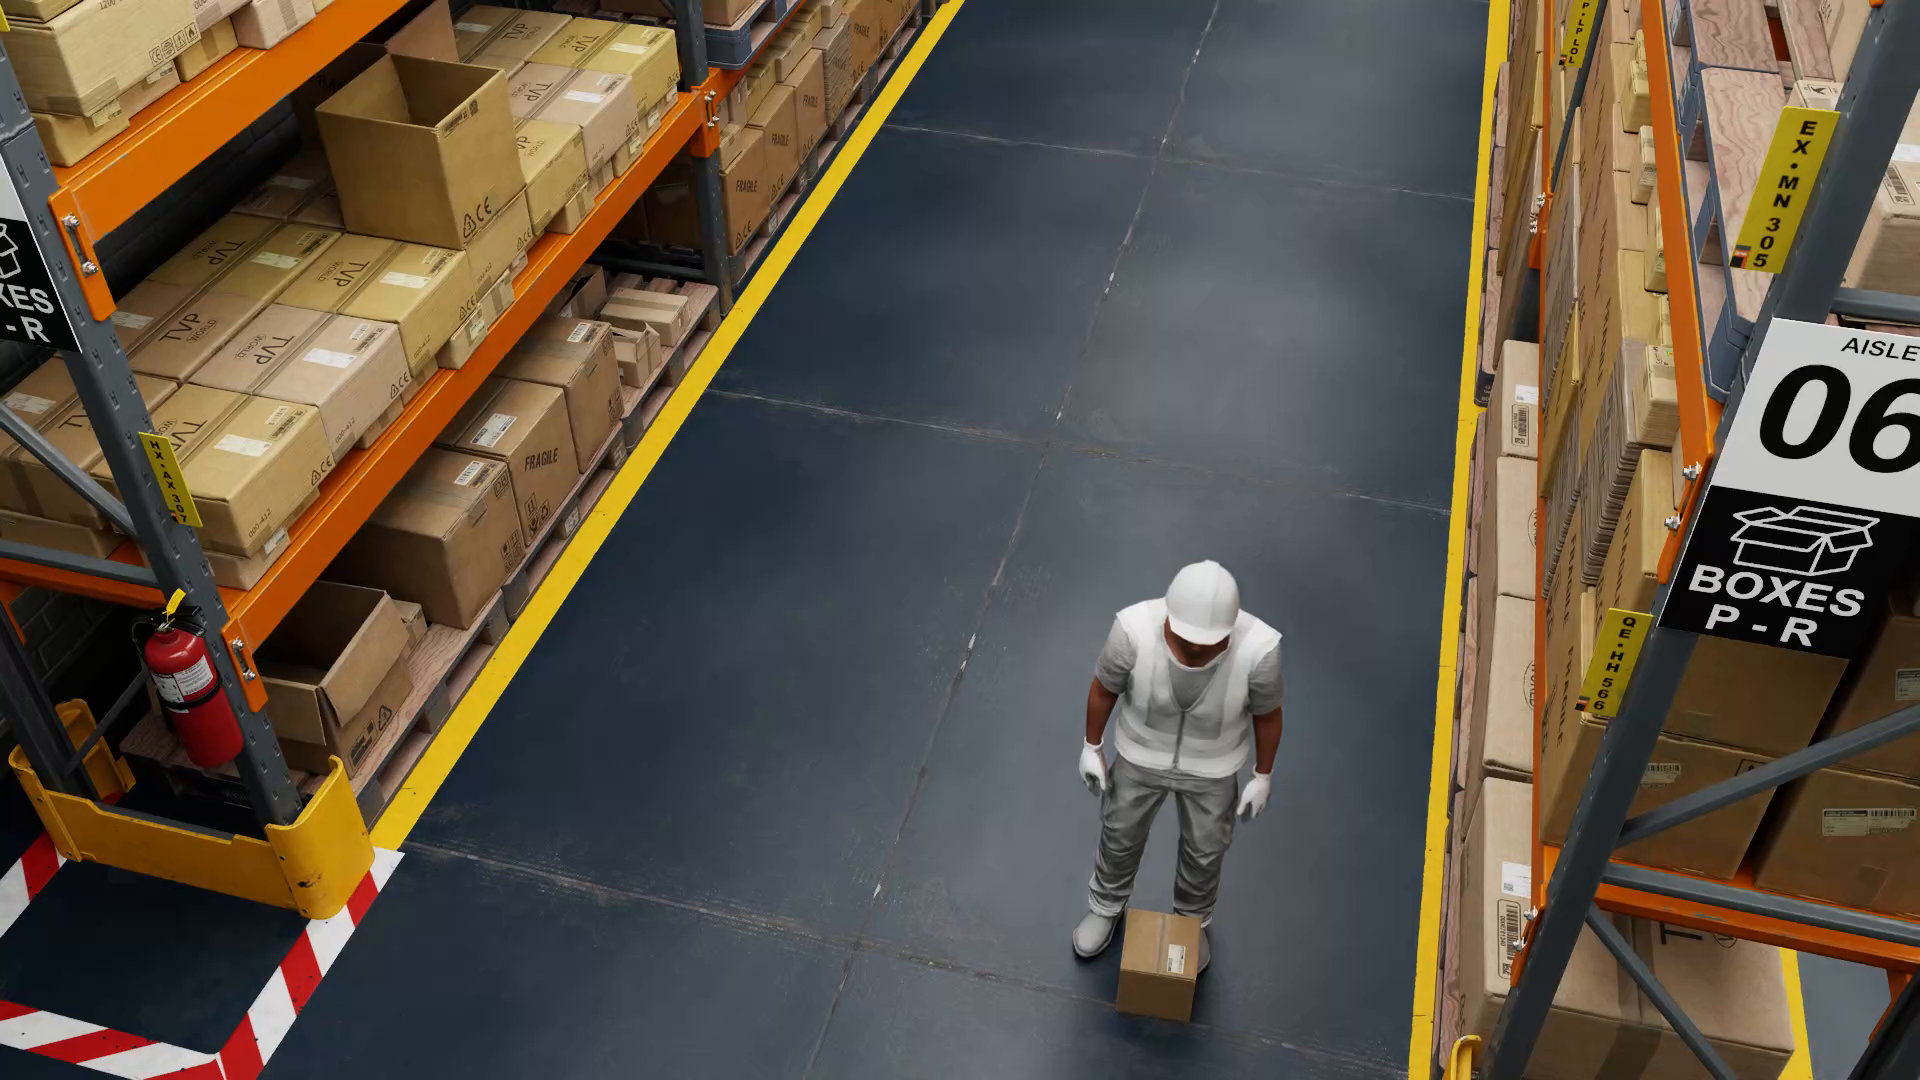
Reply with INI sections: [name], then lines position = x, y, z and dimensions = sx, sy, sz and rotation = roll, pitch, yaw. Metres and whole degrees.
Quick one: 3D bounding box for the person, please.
[person]
position = 0.691, 0.715, 5.316
dimensions = 0.617, 1.774, 0.450
rotation = 8, 41, 10
